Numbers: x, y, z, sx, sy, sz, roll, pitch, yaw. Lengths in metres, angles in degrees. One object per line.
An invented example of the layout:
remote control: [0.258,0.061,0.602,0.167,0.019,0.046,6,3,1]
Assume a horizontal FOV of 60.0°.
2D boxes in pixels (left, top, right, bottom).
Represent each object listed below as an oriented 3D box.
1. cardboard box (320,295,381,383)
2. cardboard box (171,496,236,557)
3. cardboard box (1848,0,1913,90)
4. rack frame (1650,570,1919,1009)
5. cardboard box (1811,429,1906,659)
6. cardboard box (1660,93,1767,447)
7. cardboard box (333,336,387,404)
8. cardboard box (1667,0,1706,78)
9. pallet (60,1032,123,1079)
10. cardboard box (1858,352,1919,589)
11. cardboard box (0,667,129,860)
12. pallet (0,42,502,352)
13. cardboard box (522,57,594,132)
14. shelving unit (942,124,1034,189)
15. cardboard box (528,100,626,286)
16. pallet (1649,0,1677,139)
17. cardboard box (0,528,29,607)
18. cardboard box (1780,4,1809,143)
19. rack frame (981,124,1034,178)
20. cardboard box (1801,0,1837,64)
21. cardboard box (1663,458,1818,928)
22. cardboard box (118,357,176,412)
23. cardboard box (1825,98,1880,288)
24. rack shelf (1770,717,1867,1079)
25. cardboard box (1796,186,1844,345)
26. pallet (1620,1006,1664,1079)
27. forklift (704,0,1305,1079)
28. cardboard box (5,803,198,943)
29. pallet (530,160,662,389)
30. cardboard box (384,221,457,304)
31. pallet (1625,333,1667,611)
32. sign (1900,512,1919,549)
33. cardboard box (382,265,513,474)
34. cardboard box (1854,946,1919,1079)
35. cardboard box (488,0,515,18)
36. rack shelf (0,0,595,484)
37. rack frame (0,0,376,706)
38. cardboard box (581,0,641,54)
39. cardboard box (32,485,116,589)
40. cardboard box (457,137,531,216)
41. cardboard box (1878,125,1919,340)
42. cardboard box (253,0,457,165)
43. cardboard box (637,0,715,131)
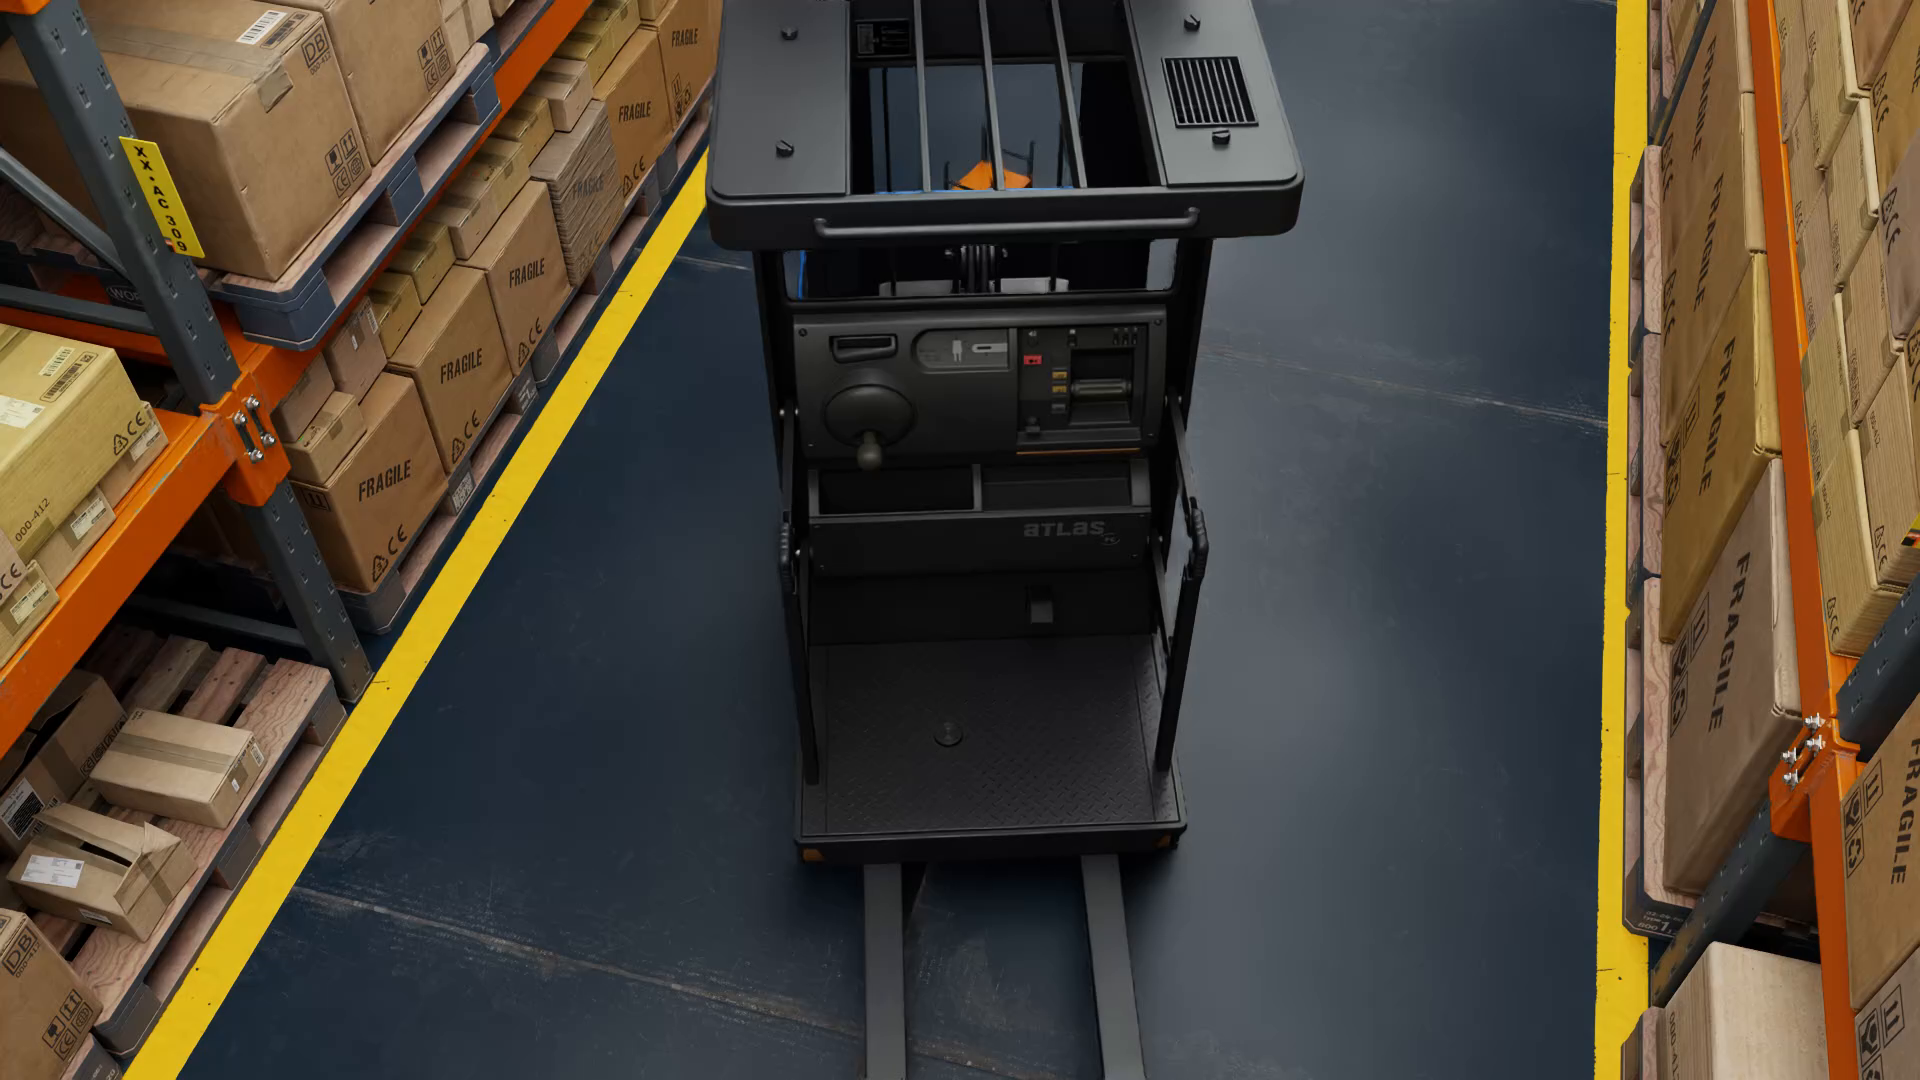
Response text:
cardboard box: [-2.011,-0.639,5.069,0.380,0.149,0.250,9,49,8]
cardboard box: [-2.540,-0.335,5.432,0.500,0.500,0.500,11,50,10]
cardboard box: [2.684,-1.485,4.327,0.500,0.500,0.500,12,50,11]
rack frame: [2.405,0.367,3.425,1.000,3.000,0.127,12,50,10]
cardboard box: [2.280,0.043,3.812,0.500,0.250,0.500,10,49,9]
cardboard box: [2.958,-0.834,5.623,0.875,0.875,0.875,12,50,10]
cardboard box: [-2.035,-0.559,5.197,0.380,0.149,0.250,10,49,9]
cardboard box: [3.617,-2.202,7.165,0.950,0.372,0.625,9,49,7]
pallet: [-2.885,1.695,4.113,1.003,0.211,1.213,12,50,10]
cardboard box: [2.287,-0.115,3.618,0.500,0.250,0.500,12,50,10]
cardboard box: [-2.786,0.572,4.757,0.500,0.311,0.500,13,50,11]
pallet: [-2.069,-1.102,4.850,1.003,0.211,1.213,12,50,10]
cardboard box: [-1.593,-1.668,6.176,0.380,0.149,0.250,9,49,8]
shelving unit: [0.092,-0.930,5.869,0.215,1.050,0.252,25,53,21]
cardboard box: [-1.631,-1.348,6.326,0.500,0.500,0.500,10,49,9]
pallet: [3.665,-2.168,7.523,1.003,0.211,1.213,12,50,10]
cardboard box: [-2.400,0.123,3.542,0.500,0.250,0.500,12,50,10]
cardboard box: [2.825,-1.419,5.102,0.500,0.250,0.500,13,50,11]
rack frame: [0.157,-1.007,5.938,0.200,1.050,0.008,25,53,21]
cardboard box: [2.806,-1.592,4.921,0.500,0.250,0.500,11,50,10]
cardboard box: [2.491,0.467,4.474,0.875,0.875,0.875,13,50,11]
cardboard box: [-2.566,-0.459,5.109,0.380,0.149,0.250,10,49,9]
cardboard box: [2.542,-0.854,4.270,0.500,0.250,0.500,13,50,11]
rack shelf: [1.879,2.052,2.418,1.077,0.370,4.000,12,50,10]
cardboard box: [2.567,-0.687,4.455,0.500,0.250,0.500,10,49,9]
pallet: [2.130,1.825,3.999,1.003,0.211,1.213,12,50,10]
forklift: [0.065,-0.281,4.043,1.130,2.935,3.031,-2,49,-2]
cardboard box: [-2.341,0.875,4.520,0.396,0.266,0.258,13,50,11]
pallet: [-1.887,-1.168,6.640,1.003,0.211,1.213,12,50,10]
cardboard box: [-1.919,-0.947,5.540,0.380,0.149,0.250,11,49,9]
pallet: [2.855,-0.168,5.758,1.003,0.211,1.213,12,50,10]
sign: [1.879,-0.090,3.109,0.100,0.325,0.005,12,50,10]
cardboard box: [-1.909,-0.614,5.678,0.500,0.500,0.500,11,49,10]
cardboard box: [1.893,0.985,2.813,0.500,0.500,0.500,12,50,10]
cardboard box: [-1.698,-2.030,5.194,0.700,0.500,0.500,11,50,10]
rack shelf: [-1.858,-1.818,5.834,1.077,0.370,4.000,12,50,10]
rack frame: [-2.384,-0.610,4.287,1.000,3.000,0.127,12,50,10]
cardboard box: [-1.484,-2.055,6.517,0.380,0.149,0.250,13,50,11]
cardboard box: [-2.272,-0.053,3.964,0.380,0.149,0.250,13,50,11]
cardboard box: [-1.750,-1.300,5.851,0.380,0.149,0.250,13,50,11]
cardboard box: [2.410,-0.745,3.673,0.500,0.500,0.500,12,50,11]
cardboard box: [-1.905,-1.462,4.693,0.700,0.500,0.500,12,50,10]
cardboard box: [-1.377,-2.106,6.996,0.500,0.500,0.500,11,49,9]
